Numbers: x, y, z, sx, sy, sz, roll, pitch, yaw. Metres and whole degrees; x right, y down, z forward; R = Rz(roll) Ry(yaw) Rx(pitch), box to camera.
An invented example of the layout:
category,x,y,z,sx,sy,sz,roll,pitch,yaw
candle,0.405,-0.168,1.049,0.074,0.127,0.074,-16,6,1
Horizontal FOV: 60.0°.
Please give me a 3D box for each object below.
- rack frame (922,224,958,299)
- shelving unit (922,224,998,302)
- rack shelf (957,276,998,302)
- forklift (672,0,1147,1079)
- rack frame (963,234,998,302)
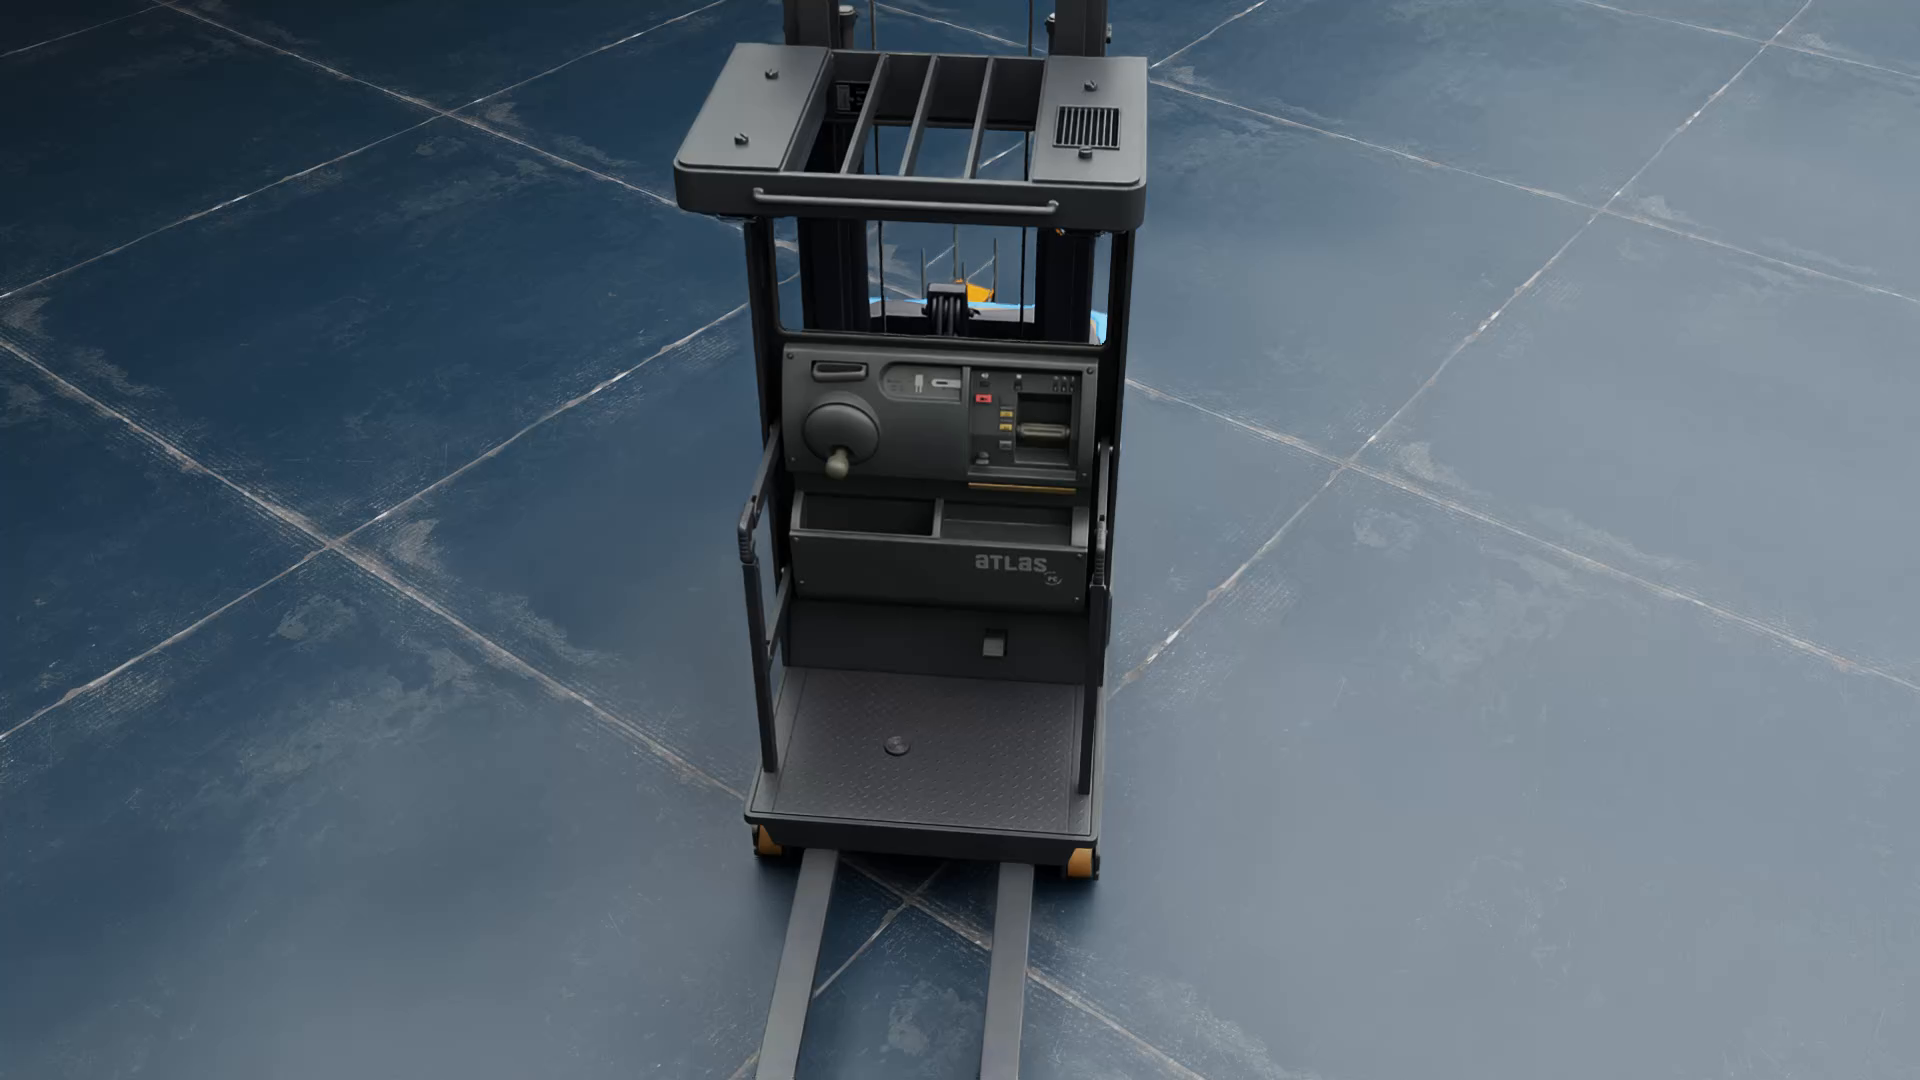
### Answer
category,x,y,z,sx,sy,sz,roll,pitch,yaw
rack frame,-0.076,-0.680,6.644,0.006,1.200,0.240,22,43,25
shelving unit,0.001,-0.649,6.605,0.189,1.200,0.258,22,43,25
rack shelf,0.001,-0.898,6.410,0.180,0.103,0.258,22,43,25
forklift,-0.081,-0.289,4.741,1.130,2.935,3.031,3,38,4
rack frame,0.078,-0.618,6.566,0.006,1.200,0.240,22,43,25
